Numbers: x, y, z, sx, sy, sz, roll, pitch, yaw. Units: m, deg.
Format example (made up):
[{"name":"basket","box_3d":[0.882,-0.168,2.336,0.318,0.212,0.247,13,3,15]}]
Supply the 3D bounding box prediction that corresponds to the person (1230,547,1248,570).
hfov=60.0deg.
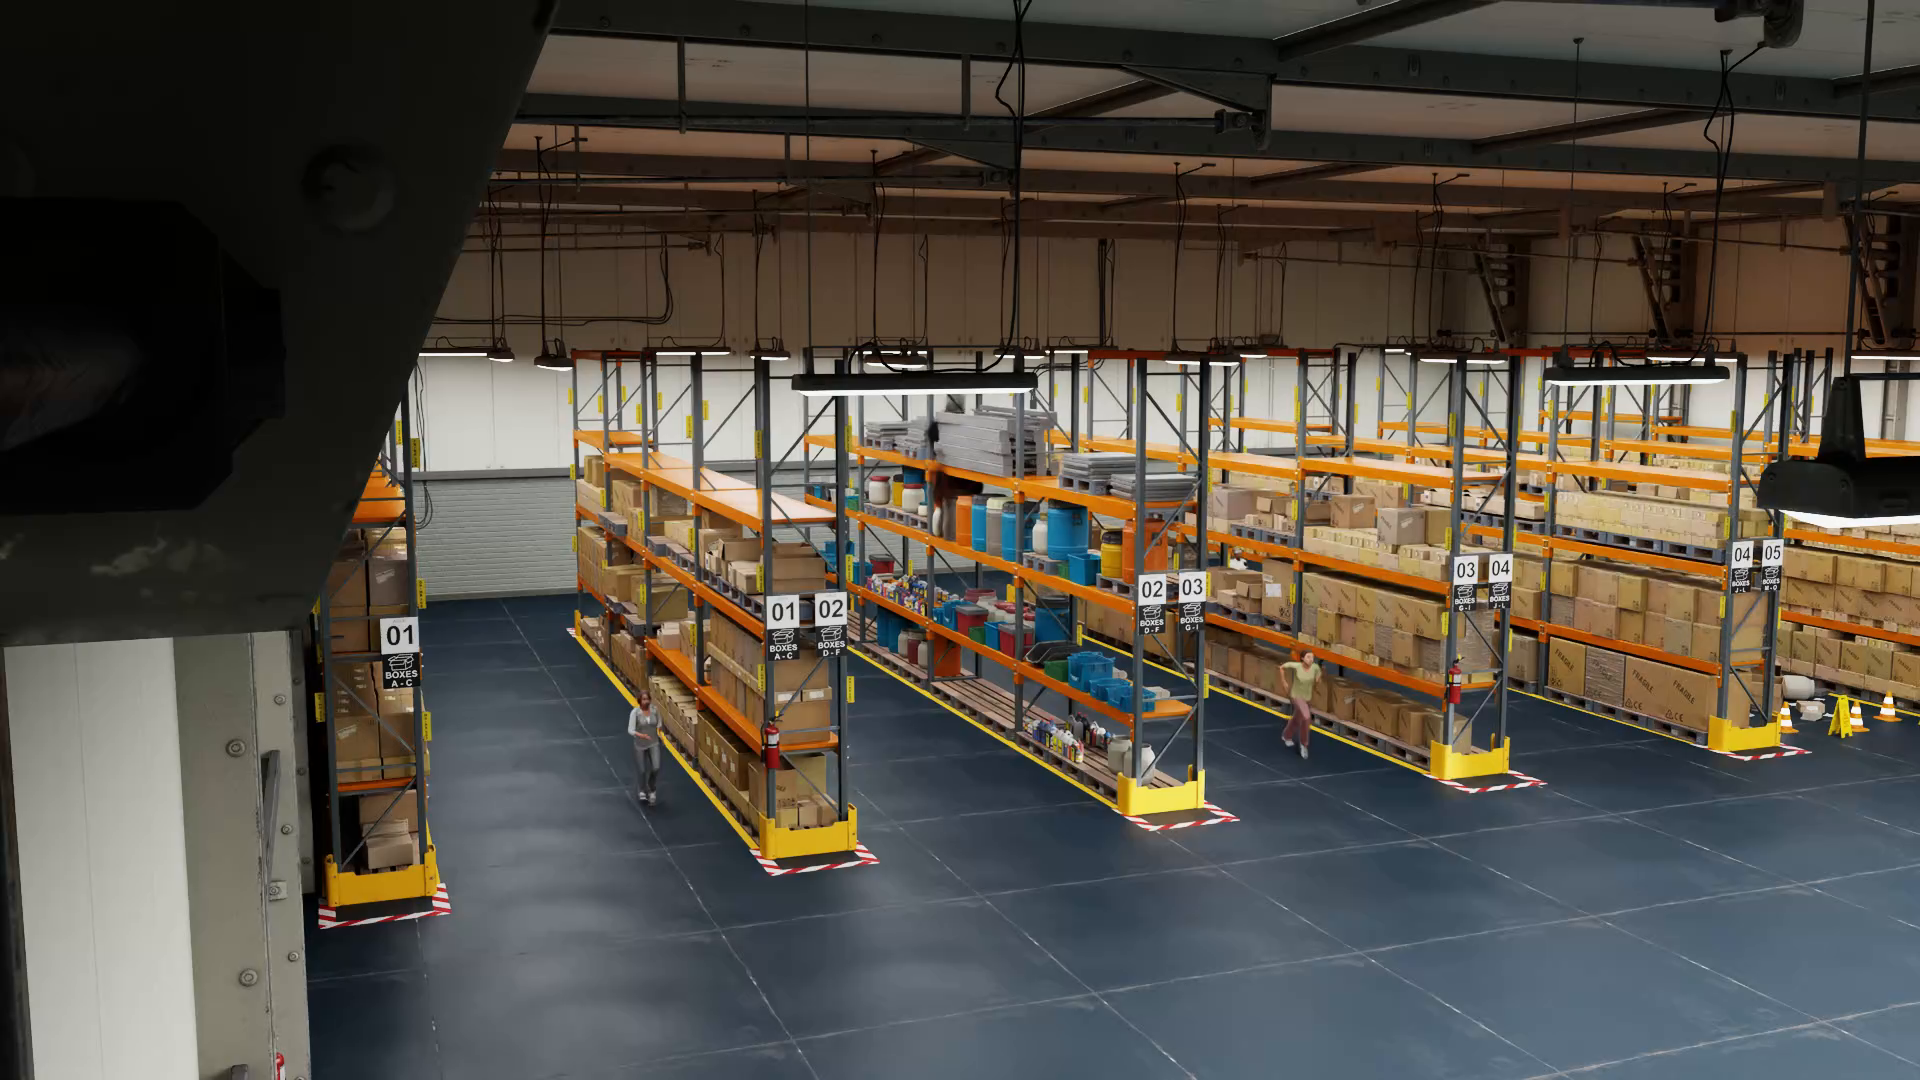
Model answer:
[{"name":"person","box_3d":[6.084,1.009,36.265,0.582,1.736,0.762,-2,7,-12]}]

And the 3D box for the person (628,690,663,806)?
[{"name":"person","box_3d":[-4.190,2.778,22.256,0.504,1.585,0.732,-3,8,-22]}]

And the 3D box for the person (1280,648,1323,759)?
[{"name":"person","box_3d":[5.116,2.412,25.073,0.572,1.651,0.899,-3,8,-21]}]
